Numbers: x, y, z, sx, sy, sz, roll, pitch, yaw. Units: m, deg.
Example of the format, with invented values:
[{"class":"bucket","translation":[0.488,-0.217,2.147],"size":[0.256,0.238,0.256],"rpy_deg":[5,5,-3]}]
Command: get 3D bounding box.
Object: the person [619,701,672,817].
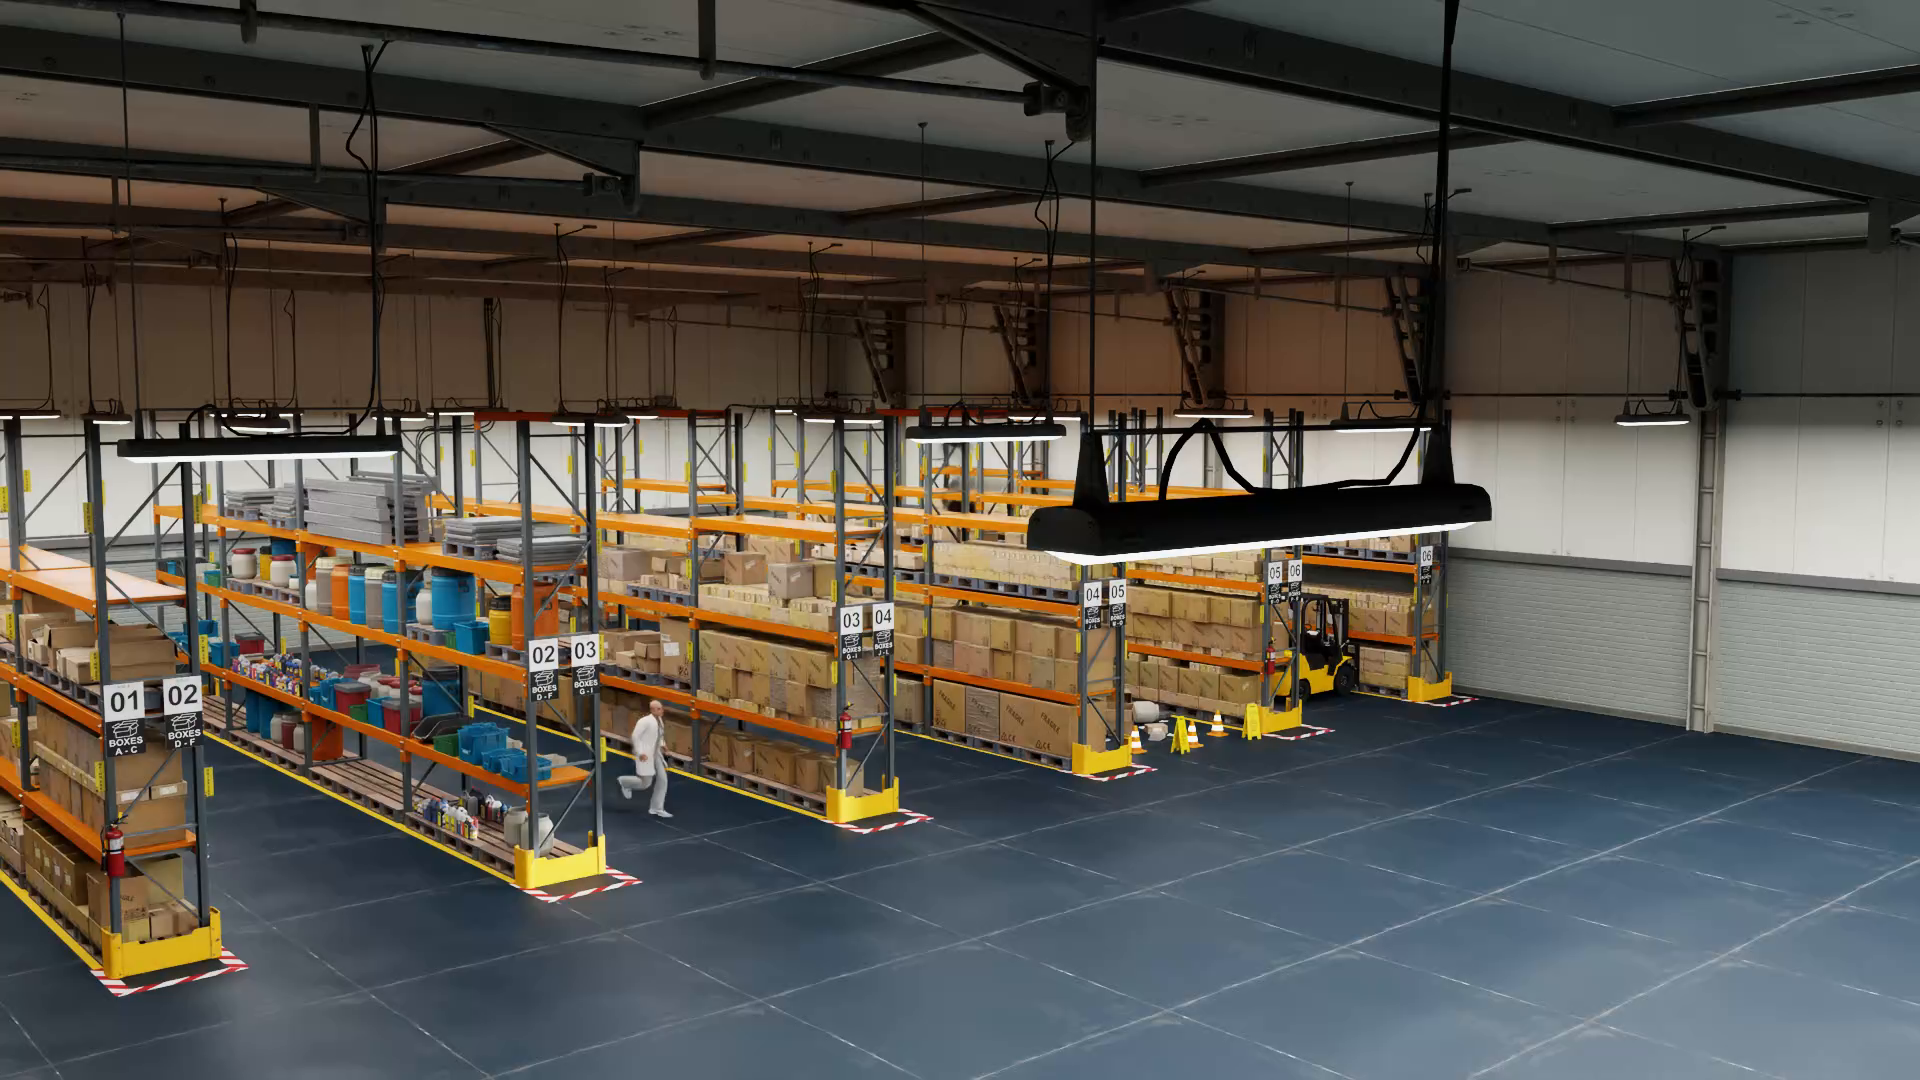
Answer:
[{"class":"person","translation":[-4.739,3.288,25.092],"size":[0.922,1.765,0.725],"rpy_deg":[2,6,26]}]
